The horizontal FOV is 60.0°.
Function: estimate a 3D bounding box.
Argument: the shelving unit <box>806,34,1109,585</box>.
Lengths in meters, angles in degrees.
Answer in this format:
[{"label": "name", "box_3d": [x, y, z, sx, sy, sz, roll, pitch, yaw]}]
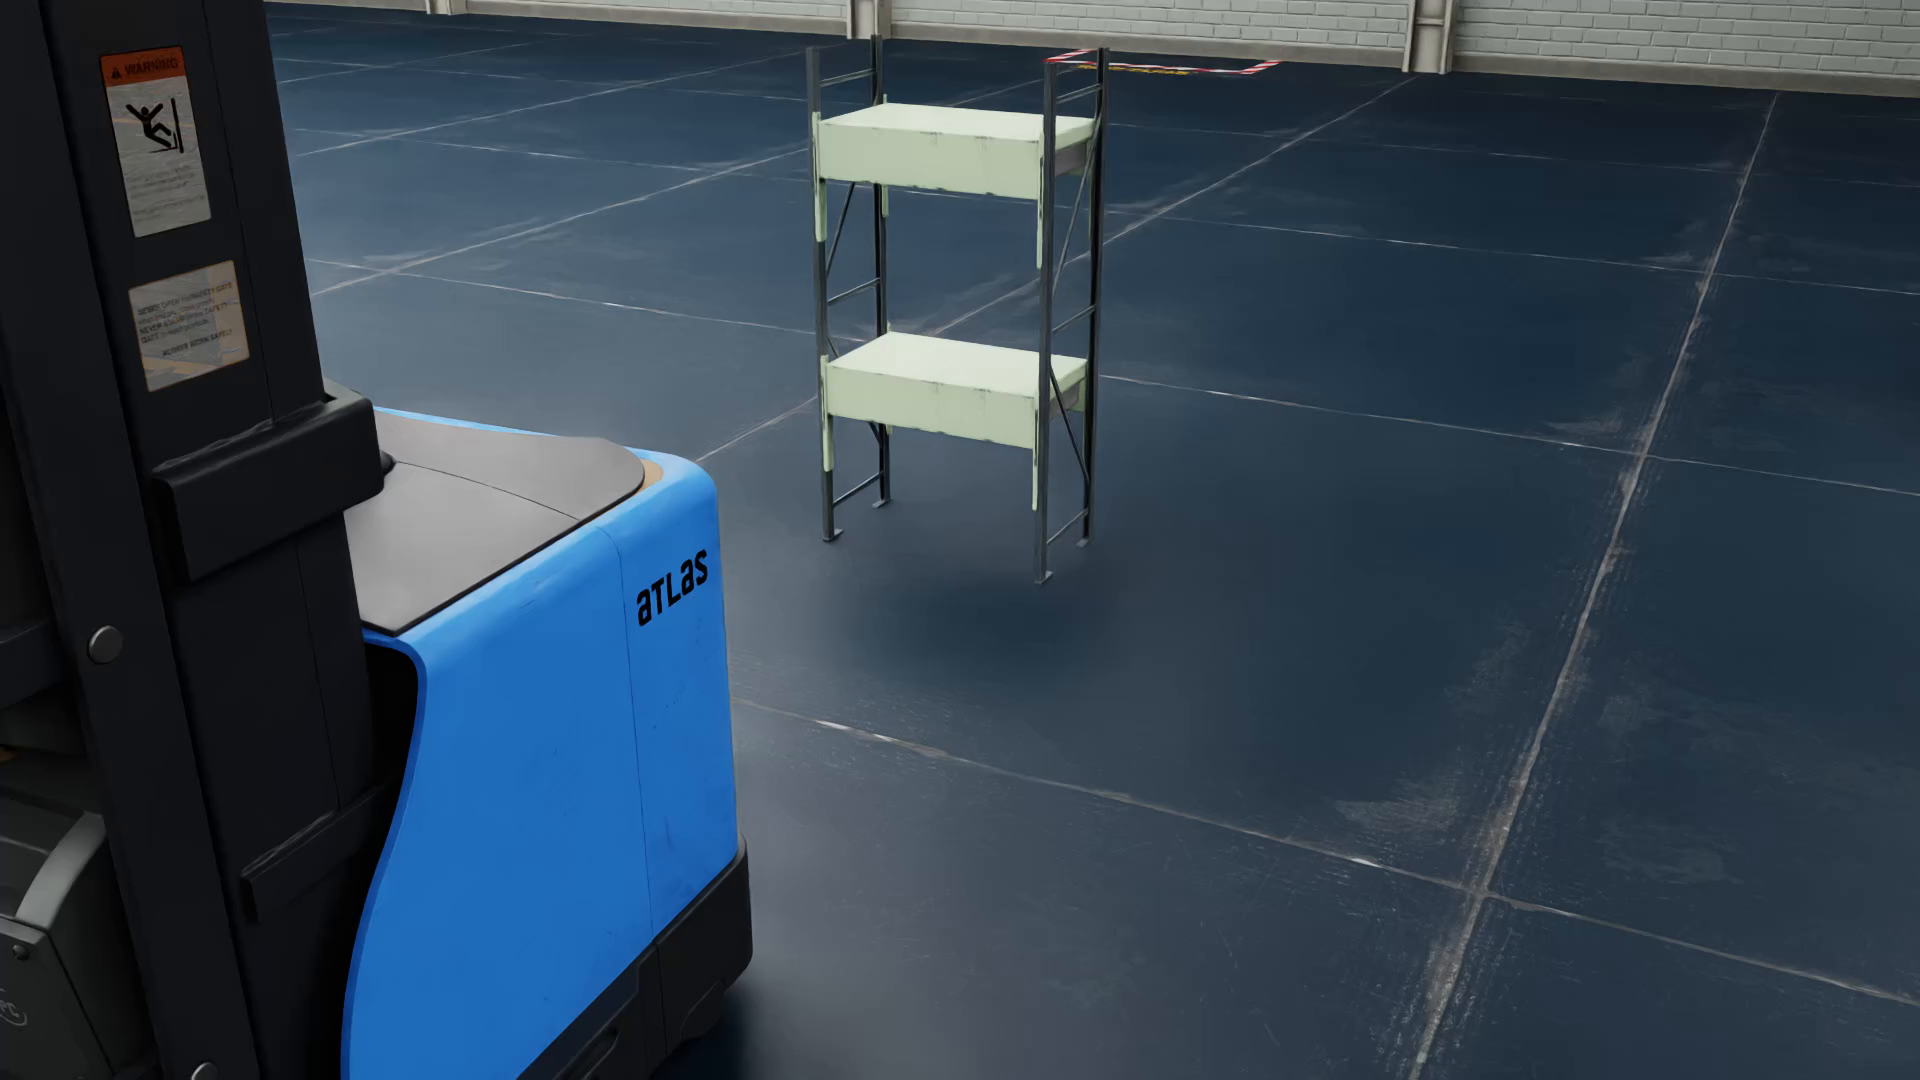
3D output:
[{"label": "shelving unit", "box_3d": [-0.006, -0.691, 4.959, 0.755, 1.500, 0.431, 11, 25, 25]}]

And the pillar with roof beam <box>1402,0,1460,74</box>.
[{"label": "pillar with roof beam", "box_3d": [2.431, -7.029, 10.280, 0.400, 9.000, 9.100, 11, 25, 25]}]

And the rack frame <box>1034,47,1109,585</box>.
[{"label": "rack frame", "box_3d": [0.321, -0.627, 4.807, 0.023, 1.500, 0.400, 11, 25, 25]}]

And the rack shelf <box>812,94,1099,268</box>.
[{"label": "rack shelf", "box_3d": [-0.006, -1.050, 4.807, 0.720, 0.370, 0.431, 11, 25, 25]}]

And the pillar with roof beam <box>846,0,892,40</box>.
[{"label": "pillar with roof beam", "box_3d": [-2.923, -8.089, 12.772, 0.400, 9.000, 9.100, 11, 25, 25]}]

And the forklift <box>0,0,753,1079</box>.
[{"label": "forklift", "box_3d": [-1.450, -0.046, 1.614, 1.130, 2.935, 3.031, 10, 25, 22]}]

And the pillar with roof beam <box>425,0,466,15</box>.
[{"label": "pillar with roof beam", "box_3d": [-8.278, -9.148, 15.263, 0.400, 9.000, 9.100, 11, 25, 25]}]

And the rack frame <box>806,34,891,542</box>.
[{"label": "rack frame", "box_3d": [-0.333, -0.756, 5.111, 0.023, 1.500, 0.400, 11, 25, 25]}]

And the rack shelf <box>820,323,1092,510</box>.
[{"label": "rack shelf", "box_3d": [-0.006, -0.391, 5.087, 0.720, 0.370, 0.431, 11, 25, 25]}]
